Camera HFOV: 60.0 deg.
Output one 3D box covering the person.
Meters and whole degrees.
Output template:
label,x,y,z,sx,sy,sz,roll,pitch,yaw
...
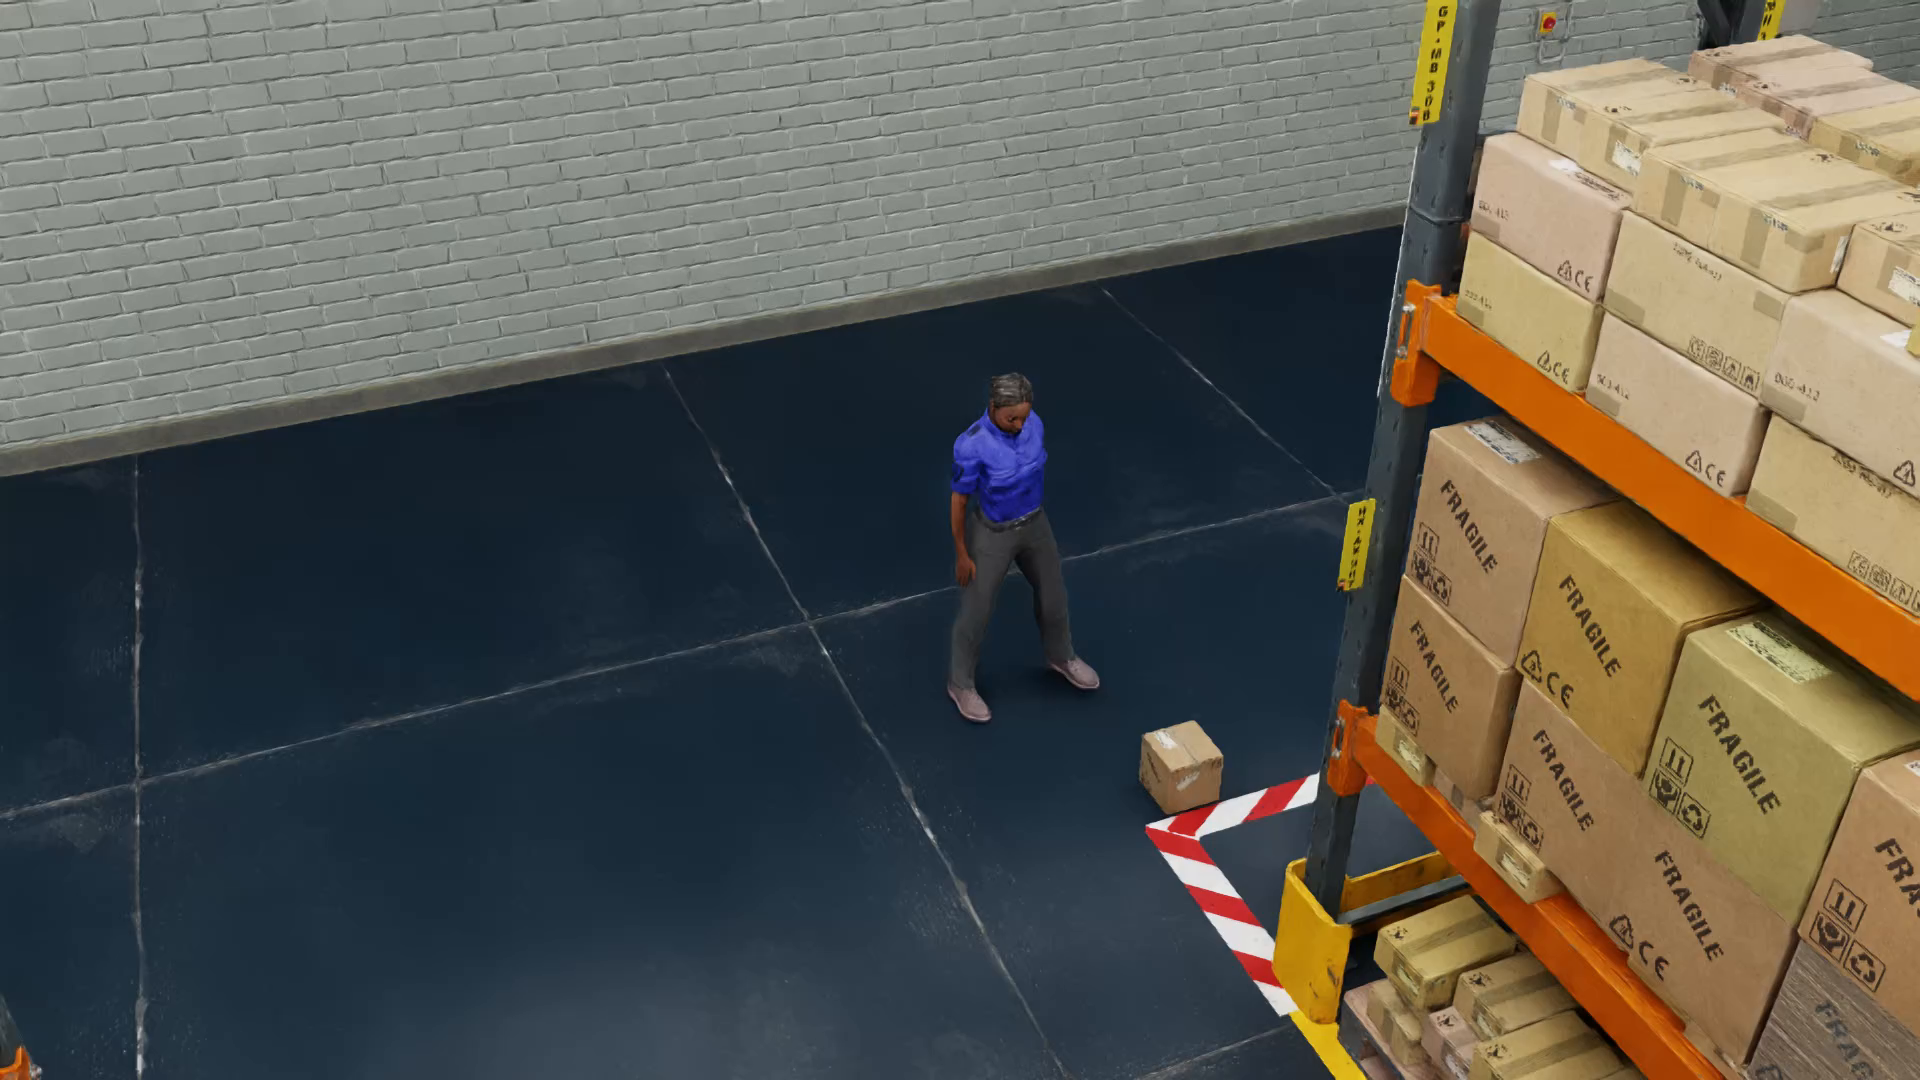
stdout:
label,x,y,z,sx,sy,sz,roll,pitch,yaw
person,0.278,0.000,7.120,0.649,1.647,0.426,-23,40,-30
